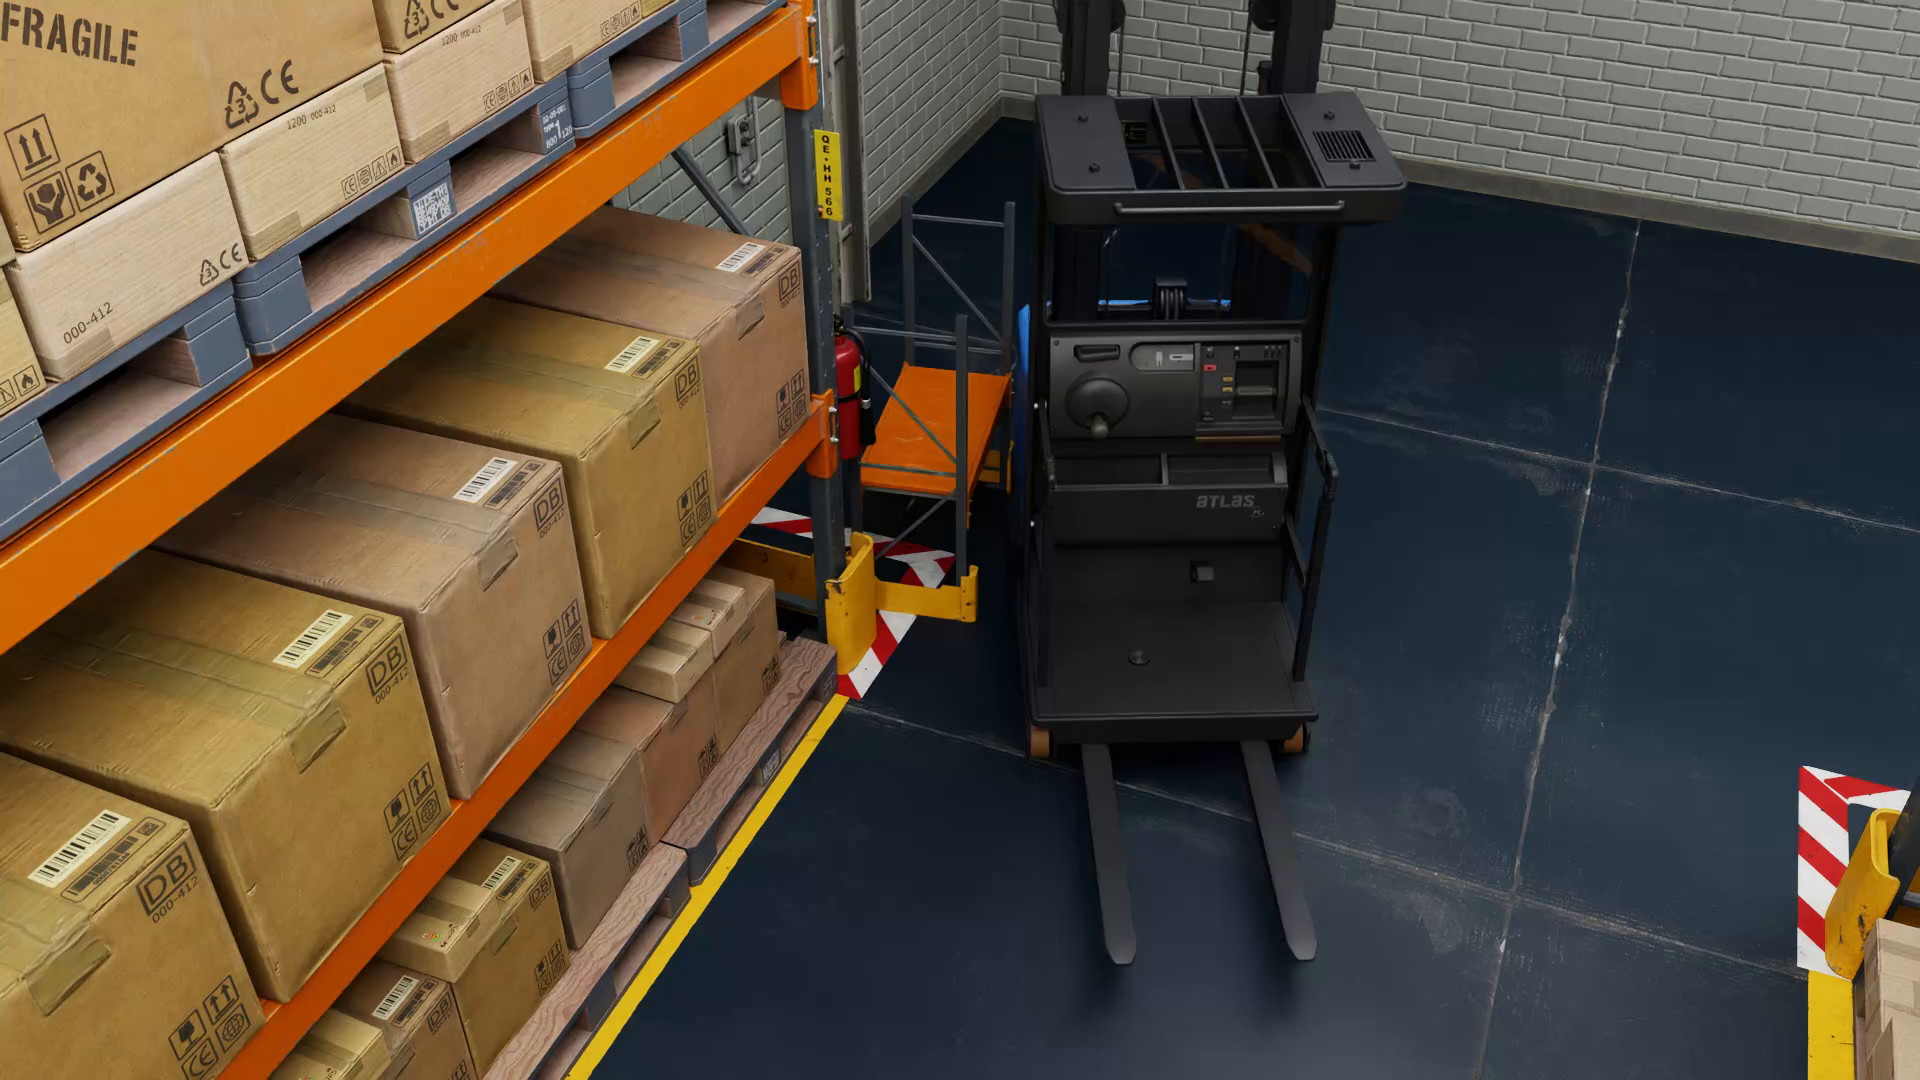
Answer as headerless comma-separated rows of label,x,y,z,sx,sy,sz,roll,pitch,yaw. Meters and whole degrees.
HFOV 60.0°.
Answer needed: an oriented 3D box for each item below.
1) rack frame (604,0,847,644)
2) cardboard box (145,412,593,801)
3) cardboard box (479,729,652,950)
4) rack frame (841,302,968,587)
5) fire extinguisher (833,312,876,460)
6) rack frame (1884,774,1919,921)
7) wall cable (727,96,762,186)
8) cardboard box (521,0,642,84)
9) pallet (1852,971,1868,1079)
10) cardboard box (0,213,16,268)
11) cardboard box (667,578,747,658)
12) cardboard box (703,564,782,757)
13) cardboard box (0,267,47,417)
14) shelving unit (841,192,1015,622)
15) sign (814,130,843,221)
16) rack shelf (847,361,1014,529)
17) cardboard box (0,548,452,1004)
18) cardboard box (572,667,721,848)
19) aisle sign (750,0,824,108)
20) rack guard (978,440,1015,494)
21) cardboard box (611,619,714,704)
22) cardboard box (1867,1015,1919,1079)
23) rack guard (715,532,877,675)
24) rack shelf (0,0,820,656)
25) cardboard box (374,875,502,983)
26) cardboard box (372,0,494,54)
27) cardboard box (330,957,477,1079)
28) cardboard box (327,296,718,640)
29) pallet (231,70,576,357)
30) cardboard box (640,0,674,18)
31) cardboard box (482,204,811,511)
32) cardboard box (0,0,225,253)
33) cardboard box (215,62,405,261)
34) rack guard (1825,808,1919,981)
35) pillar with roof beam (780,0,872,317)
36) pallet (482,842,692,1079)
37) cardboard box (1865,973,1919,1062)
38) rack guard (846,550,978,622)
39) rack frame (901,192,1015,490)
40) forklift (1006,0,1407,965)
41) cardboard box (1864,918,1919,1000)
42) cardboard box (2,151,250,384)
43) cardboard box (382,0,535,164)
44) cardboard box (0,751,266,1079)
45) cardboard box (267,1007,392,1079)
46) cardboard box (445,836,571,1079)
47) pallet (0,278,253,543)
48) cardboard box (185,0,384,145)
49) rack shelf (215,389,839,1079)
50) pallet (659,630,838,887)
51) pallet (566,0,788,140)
rack frame,-0.955,-0.835,6.362,1.000,3.000,0.127,14,39,18
cardboard box,-1.705,0.154,4.787,0.980,0.700,0.700,12,38,16
cardboard box,-1.510,0.964,5.693,0.700,0.500,0.500,13,39,16
rack frame,-0.217,-0.288,6.882,0.500,1.500,0.032,7,37,9
fire extinguisher,-0.471,-0.634,6.468,0.296,0.674,0.183,14,39,18
rack frame,3.628,0.291,4.855,1.000,3.000,0.127,14,39,18
wall cable,-1.342,-2.167,7.295,0.084,1.984,1.851,14,39,18
cardboard box,-1.185,-1.431,4.344,0.500,0.250,0.500,12,39,16
pallet,3.296,1.892,5.043,1.003,0.211,1.213,14,39,18
cardboard box,-1.946,-0.602,2.609,0.500,0.500,0.500,13,39,17
cardboard box,-1.009,0.261,6.091,0.380,0.149,0.250,13,39,17
cardboard box,-1.129,0.408,6.436,0.700,0.500,0.500,14,39,18
cardboard box,-1.970,-0.293,2.822,0.500,0.250,0.500,14,39,18
shelving unit,-0.111,-0.591,7.288,0.587,1.500,1.083,7,37,9
sign,-0.458,-1.263,5.769,0.100,0.325,0.005,14,39,18
rack shelf,-0.113,-0.442,7.388,0.538,0.185,1.000,7,37,9
cardboard box,-1.972,0.559,4.245,0.980,0.700,0.700,13,39,17
cardboard box,-1.319,0.685,6.065,0.700,0.500,0.500,14,39,18
aisle sign,-0.650,-1.848,5.546,0.394,0.787,0.004,14,39,18
rack guard,-0.009,-0.382,8.052,0.587,0.250,0.087,7,37,9
cardboard box,-1.106,0.402,5.902,0.380,0.149,0.250,15,39,19
cardboard box,2.968,1.729,4.860,0.500,0.250,0.500,14,39,18
rack guard,-0.946,0.152,7.128,1.175,0.500,0.348,14,39,18
rack shelf,-1.716,-0.641,4.198,1.077,0.370,4.000,14,39,18
cardboard box,-1.600,1.125,4.935,0.380,0.149,0.250,13,39,16
cardboard box,-1.372,-1.453,3.747,0.500,0.500,0.500,12,38,16
cardboard box,-1.903,1.544,4.916,0.700,0.500,0.500,13,39,17
cardboard box,-1.406,-0.266,5.349,0.980,0.700,0.700,14,39,17
pallet,-1.690,-0.910,4.031,1.003,0.211,1.213,14,39,18
cardboard box,-0.988,-1.719,4.730,0.500,0.250,0.500,15,39,19
cardboard box,-1.140,-0.671,5.892,0.980,0.700,0.700,16,40,20
cardboard box,-1.756,-0.888,2.991,0.500,0.500,0.500,13,39,17
cardboard box,-1.575,-0.858,3.577,0.500,0.250,0.500,13,39,17
rack guard,3.599,1.334,5.547,1.175,0.500,0.348,14,39,18
pillar with roof beam,3.254,-3.950,5.518,9.100,9.000,0.400,14,39,18
pallet,-1.652,1.415,5.681,1.003,0.211,1.213,14,39,18
cardboard box,3.055,1.541,5.181,0.380,0.166,0.250,14,39,18
rack guard,-0.213,0.202,7.271,0.587,0.250,0.087,7,37,9
rack frame,-0.009,-0.883,7.679,0.500,1.500,0.032,7,37,9
forklift,0.803,-0.504,5.976,1.130,2.935,3.031,-1,37,-1
cardboard box,3.151,1.410,5.372,0.380,0.149,0.250,14,39,18
cardboard box,-1.763,-0.572,3.195,0.500,0.250,0.500,13,39,17
cardboard box,-1.378,-1.142,3.957,0.500,0.250,0.500,13,39,16
cardboard box,-2.255,0.962,3.706,0.980,0.700,0.700,14,39,18
cardboard box,-1.798,1.414,4.549,0.380,0.149,0.250,15,39,19
cardboard box,-1.706,1.260,5.295,0.700,0.500,0.500,15,39,19
pallet,-2.156,-0.237,3.131,1.003,0.211,1.213,14,39,18
cardboard box,-1.573,-1.162,3.359,0.500,0.500,0.500,14,39,18
rack shelf,-1.716,0.560,5.096,1.077,0.370,4.000,14,39,18
pallet,-1.187,0.742,6.581,1.003,0.211,1.213,14,39,18
pallet,-1.227,-1.588,4.938,1.003,0.211,1.213,14,39,18
